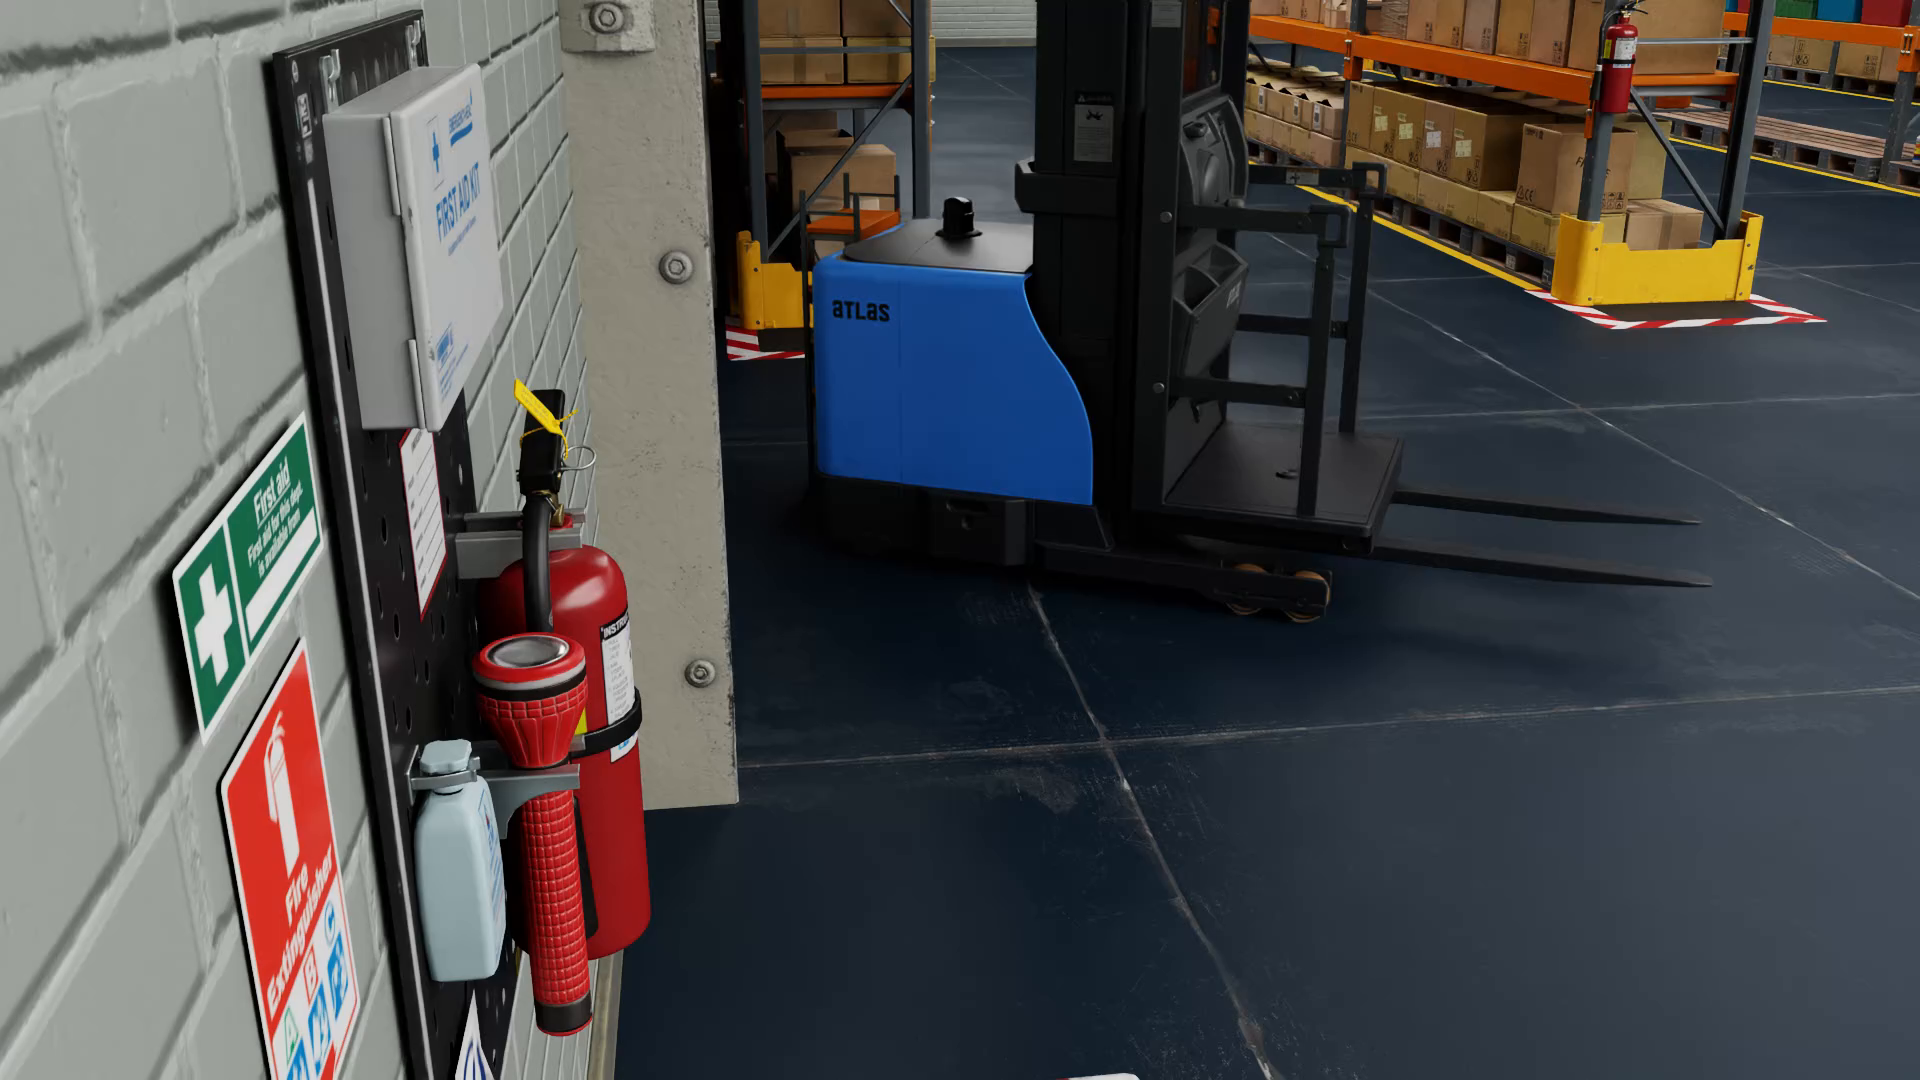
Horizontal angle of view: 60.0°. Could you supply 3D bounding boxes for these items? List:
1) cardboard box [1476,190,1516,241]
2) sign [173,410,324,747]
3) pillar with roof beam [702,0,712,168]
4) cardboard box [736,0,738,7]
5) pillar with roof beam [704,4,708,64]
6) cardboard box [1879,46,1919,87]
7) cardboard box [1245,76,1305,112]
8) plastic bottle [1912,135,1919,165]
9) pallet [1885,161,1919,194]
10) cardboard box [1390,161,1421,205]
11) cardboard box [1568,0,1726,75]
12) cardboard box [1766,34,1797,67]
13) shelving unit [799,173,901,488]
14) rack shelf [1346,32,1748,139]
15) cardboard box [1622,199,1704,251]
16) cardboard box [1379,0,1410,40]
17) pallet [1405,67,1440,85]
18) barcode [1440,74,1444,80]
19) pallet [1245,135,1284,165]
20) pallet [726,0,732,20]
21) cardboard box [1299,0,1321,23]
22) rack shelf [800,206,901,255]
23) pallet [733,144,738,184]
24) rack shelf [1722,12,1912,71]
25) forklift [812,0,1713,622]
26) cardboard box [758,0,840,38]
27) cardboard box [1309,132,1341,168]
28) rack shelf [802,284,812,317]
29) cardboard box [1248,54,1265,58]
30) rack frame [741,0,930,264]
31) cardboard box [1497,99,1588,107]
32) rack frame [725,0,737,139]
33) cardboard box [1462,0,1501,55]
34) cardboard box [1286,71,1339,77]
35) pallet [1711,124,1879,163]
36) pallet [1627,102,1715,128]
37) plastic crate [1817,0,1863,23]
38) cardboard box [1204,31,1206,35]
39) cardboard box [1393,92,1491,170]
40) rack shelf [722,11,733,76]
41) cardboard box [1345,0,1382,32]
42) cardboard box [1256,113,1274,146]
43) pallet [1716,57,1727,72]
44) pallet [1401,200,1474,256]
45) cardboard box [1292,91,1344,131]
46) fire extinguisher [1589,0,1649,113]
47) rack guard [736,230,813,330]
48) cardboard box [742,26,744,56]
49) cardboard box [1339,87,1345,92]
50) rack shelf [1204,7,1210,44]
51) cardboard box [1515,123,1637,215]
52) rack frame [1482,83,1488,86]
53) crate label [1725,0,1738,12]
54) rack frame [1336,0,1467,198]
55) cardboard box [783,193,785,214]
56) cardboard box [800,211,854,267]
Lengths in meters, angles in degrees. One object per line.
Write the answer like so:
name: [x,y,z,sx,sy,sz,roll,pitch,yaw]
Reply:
cardboard box: [3.777,-2.157,11.034,0.500,0.250,0.500,-3,21,-8]
sign: [-0.459,0.012,1.089,0.001,0.109,0.331,-3,21,-8]
pillar with roof beam: [1.767,-7.958,14.661,9.100,9.000,0.400,-3,21,-8]
cardboard box: [-1.386,-4.156,12.171,0.500,0.500,0.500,-3,21,-9]
pillar with roof beam: [0.038,-12.112,25.785,9.100,9.000,0.400,-3,21,-8]
cardboard box: [12.546,-6.230,21.045,1.225,0.875,0.875,-4,21,-10]
cardboard box: [3.018,-4.292,15.949,0.500,0.311,0.500,-3,21,-9]
plastic bottle: [8.168,-3.334,14.127,0.097,0.271,0.097,0,20,0]
pallet: [8.612,-2.998,13.941,1.003,0.211,1.213,-3,21,-8]
cardboard box: [3.555,-2.676,12.424,0.500,0.250,0.500,-3,21,-8]
cardboard box: [4.176,-3.114,10.124,0.700,0.500,0.500,-3,21,-8]
cardboard box: [12.158,-7.304,23.921,0.875,0.875,0.875,-3,21,-8]
shelving unit: [-0.430,-0.848,6.773,0.258,1.200,0.503,6,21,15]
rack shelf: [3.942,-3.261,11.687,1.077,0.370,4.000,-3,21,-8]
cardboard box: [4.373,-2.011,10.642,0.500,0.250,0.500,-3,21,-8]
cardboard box: [3.724,-4.184,12.988,0.700,0.500,0.500,-3,21,-9]
pallet: [7.079,-6.678,23.795,1.003,0.211,1.213,-3,21,-8]
barcode: [4.029,-3.884,13.901,0.001,0.075,0.075,-3,21,-8]
pallet: [3.330,-3.660,15.715,1.003,0.211,1.213,-3,21,-8]
pallet: [-1.616,-5.093,15.838,1.213,0.211,1.003,-3,21,-8]
cardboard box: [3.411,-4.960,15.065,0.500,0.500,0.500,-3,21,-8]
rack shelf: [-0.430,-1.216,6.635,0.258,0.148,0.480,6,21,15]
pallet: [-1.540,-3.426,15.086,1.003,0.211,1.213,-3,21,-8]
rack shelf: [8.268,-4.894,16.061,1.077,0.370,4.000,-3,21,-8]
forklift: [1.043,-1.312,5.539,3.031,2.935,1.130,7,22,18]
cardboard box: [-0.949,-3.097,9.335,0.500,0.500,0.500,-3,21,-8]
cardboard box: [3.307,-3.328,14.168,0.500,0.250,0.500,-3,21,-8]
rack shelf: [-0.430,-0.995,6.718,0.258,0.148,0.480,6,21,15]
cardboard box: [3.146,-5.237,18.895,0.500,0.500,0.500,-3,21,-8]
rack frame: [-0.671,-2.654,9.035,1.000,3.000,0.127,-3,21,-8]
cardboard box: [4.160,-2.882,11.902,0.500,0.500,0.500,-3,21,-8]
rack frame: [-1.824,-5.424,16.451,1.000,3.000,0.127,-3,21,-8]
cardboard box: [3.950,-3.650,11.559,0.700,0.500,0.500,-2,21,-6]
cardboard box: [3.478,-4.498,16.500,0.500,0.311,0.500,-3,21,-9]
pallet: [8.225,-3.926,16.425,1.003,0.211,1.213,-3,21,-8]
pallet: [7.825,-4.888,19.002,1.003,0.211,1.213,-3,21,-8]
plastic crate: [8.089,-4.897,15.064,0.392,0.384,0.575,-3,21,-8]
cardboard box: [2.546,-5.747,19.187,0.500,0.250,0.500,-3,21,-9]
cardboard box: [3.555,-3.027,12.293,0.500,0.500,0.500,-3,21,-8]
rack shelf: [-1.536,-4.394,14.723,1.077,0.370,4.000,-3,21,-8]
cardboard box: [3.540,-4.388,13.892,0.500,0.250,0.500,-2,21,-4]
cardboard box: [3.090,-3.856,15.584,0.500,0.250,0.500,-2,21,-7]
pallet: [11.920,-7.364,25.631,1.003,0.211,1.213,-3,21,-8]
pallet: [3.906,-2.283,12.027,1.003,0.211,1.213,-3,21,-8]
cardboard box: [3.231,-3.767,14.543,0.500,0.311,0.500,-2,21,-6]
fire extinguisher: [3.788,-2.805,9.549,0.296,0.674,0.183,-3,21,-8]
rack guard: [-0.682,-1.509,9.543,1.175,0.500,0.348,-3,21,-8]
cardboard box: [-1.168,-3.273,10.878,0.500,0.250,0.500,-3,21,-7]
cardboard box: [3.698,-3.970,15.086,0.500,0.311,0.500,-4,21,-10]
rack shelf: [2.789,-6.031,19.103,1.077,0.370,4.000,-3,21,-8]
cardboard box: [3.859,-2.336,10.441,0.500,0.500,0.500,-3,21,-8]
rack frame: [7.403,-7.309,21.497,1.000,3.000,0.127,-3,21,-8]
crate label: [7.855,-5.583,16.825,0.502,0.435,0.616,-3,21,-8]
rack frame: [3.654,-4.290,13.416,1.000,3.000,0.127,-3,21,-8]
cardboard box: [-1.037,-2.355,11.680,0.380,0.149,0.250,-5,21,-12]
cardboard box: [-0.681,-1.845,10.082,0.500,0.311,0.500,-5,21,-14]
